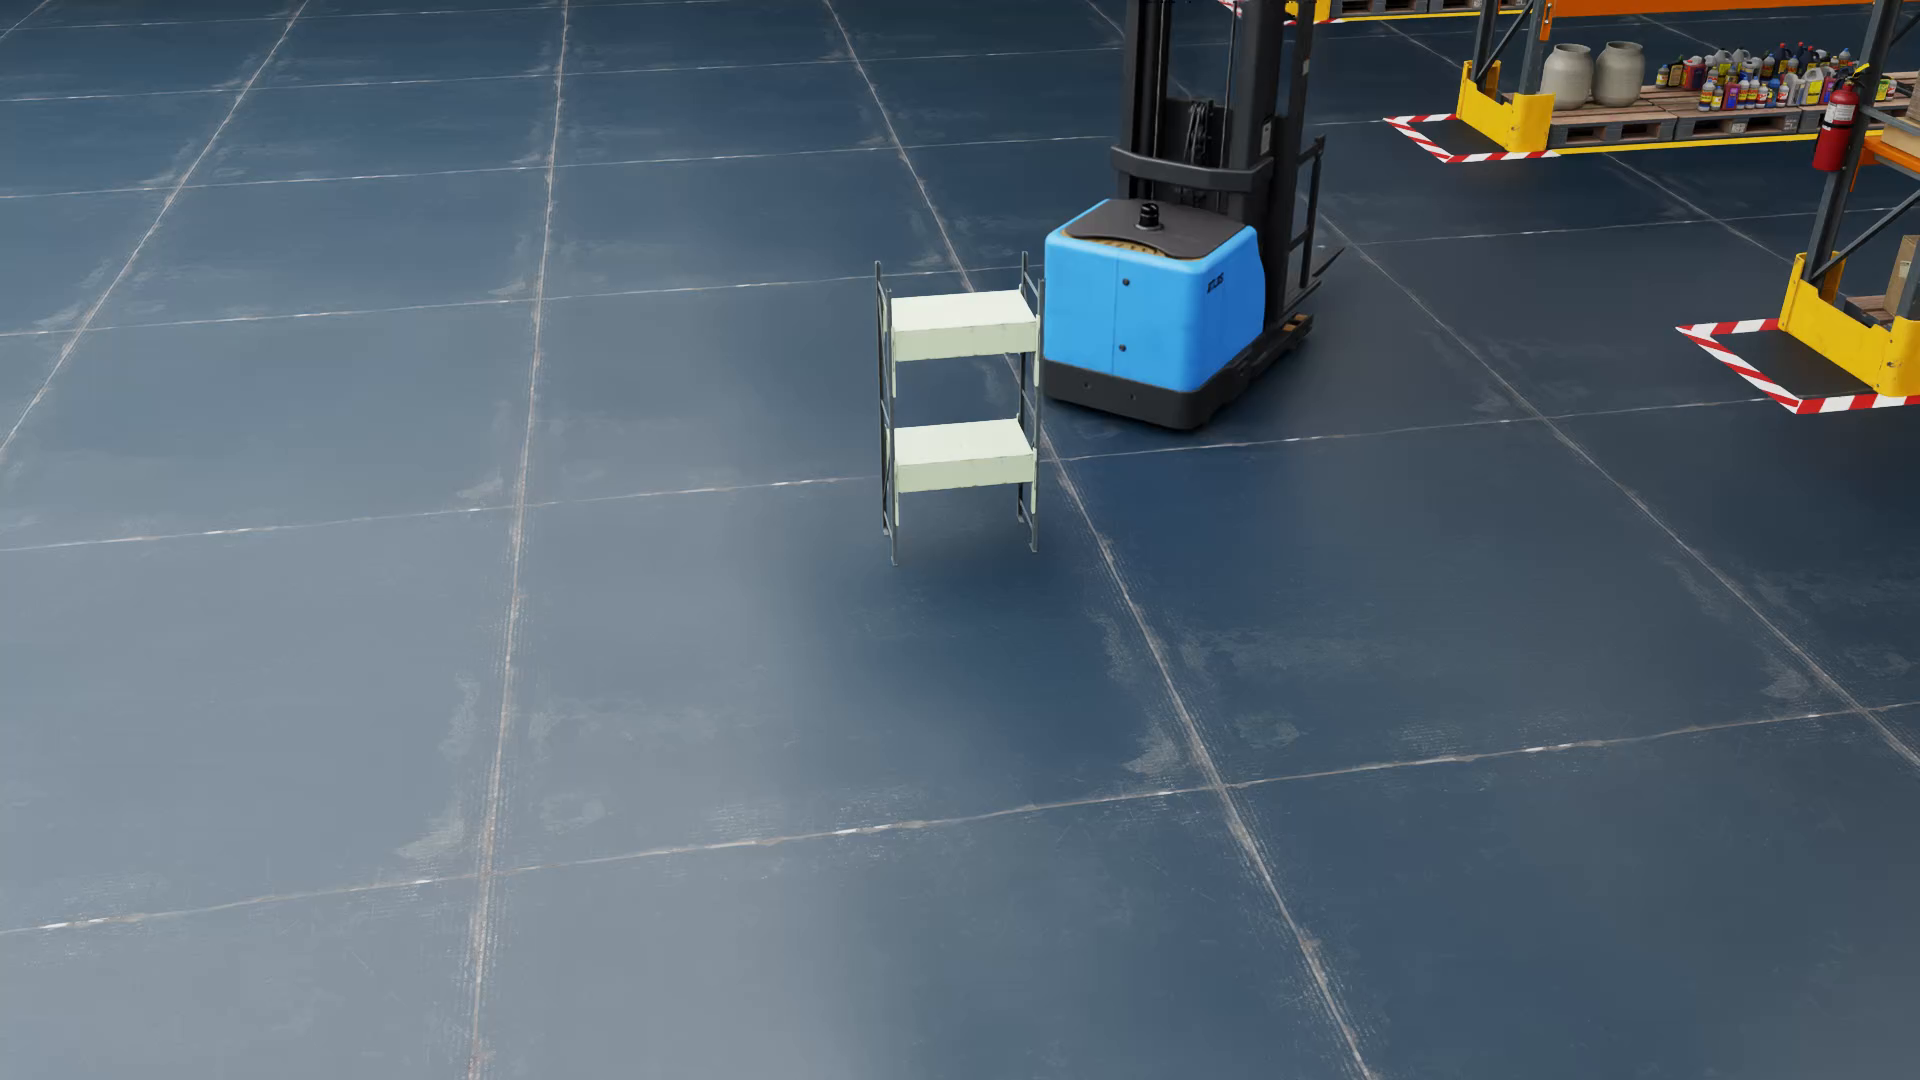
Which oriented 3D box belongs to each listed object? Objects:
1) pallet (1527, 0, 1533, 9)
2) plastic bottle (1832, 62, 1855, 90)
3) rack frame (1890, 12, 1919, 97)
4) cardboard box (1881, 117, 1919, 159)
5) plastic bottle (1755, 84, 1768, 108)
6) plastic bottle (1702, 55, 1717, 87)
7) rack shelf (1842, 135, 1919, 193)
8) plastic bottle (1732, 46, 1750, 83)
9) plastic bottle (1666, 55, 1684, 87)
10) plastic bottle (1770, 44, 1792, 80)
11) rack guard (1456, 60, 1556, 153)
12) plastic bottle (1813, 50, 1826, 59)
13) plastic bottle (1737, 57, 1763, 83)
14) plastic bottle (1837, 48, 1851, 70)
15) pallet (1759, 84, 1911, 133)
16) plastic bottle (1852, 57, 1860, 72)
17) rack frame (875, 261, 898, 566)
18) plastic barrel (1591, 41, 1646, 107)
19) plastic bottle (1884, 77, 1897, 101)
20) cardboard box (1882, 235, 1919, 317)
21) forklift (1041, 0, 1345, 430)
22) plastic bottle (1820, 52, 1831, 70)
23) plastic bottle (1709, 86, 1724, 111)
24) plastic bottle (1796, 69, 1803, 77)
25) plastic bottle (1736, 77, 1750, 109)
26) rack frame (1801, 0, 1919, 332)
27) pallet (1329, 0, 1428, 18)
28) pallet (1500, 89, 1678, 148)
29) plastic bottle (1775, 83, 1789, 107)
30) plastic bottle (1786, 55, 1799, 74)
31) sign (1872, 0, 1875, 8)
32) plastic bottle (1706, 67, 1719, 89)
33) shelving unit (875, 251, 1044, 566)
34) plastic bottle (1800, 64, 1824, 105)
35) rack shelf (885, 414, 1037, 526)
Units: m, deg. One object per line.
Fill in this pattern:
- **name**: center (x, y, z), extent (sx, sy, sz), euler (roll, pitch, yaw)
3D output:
- **pallet**: center (7.056, -6.518, 19.626), extent (1.213, 0.211, 1.003), euler (-5, 31, -9)
- **plastic bottle**: center (7.964, -4.129, 14.993), extent (0.185, 0.351, 0.144), euler (-7, 31, -11)
- **rack frame**: center (8.734, -5.302, 14.807), extent (0.127, 3.000, 1.000), euler (-5, 31, -9)
- **cardboard box**: center (5.935, -2.488, 10.269), extent (0.250, 0.149, 0.380), euler (-5, 31, -9)
- **plastic bottle**: center (7.172, -3.979, 14.885), extent (0.097, 0.201, 0.097), euler (0, 30, 0)
- **plastic bottle**: center (6.916, -4.360, 15.459), extent (0.135, 0.276, 0.152), euler (-6, 31, -10)
- **rack shelf**: center (7.659, -2.339, 10.479), extent (4.000, 0.370, 1.077), euler (-5, 31, -9)
- **plastic bottle**: center (7.261, -4.426, 15.498), extent (0.185, 0.351, 0.144), euler (-6, 31, -9)
- **plastic bottle**: center (6.639, -4.361, 15.453), extent (0.133, 0.283, 0.061), euler (-5, 31, -8)
- **plastic bottle**: center (7.679, -4.465, 15.564), extent (0.185, 0.351, 0.144), euler (-7, 31, -11)
- **rack guard**: center (4.866, -3.889, 14.871), extent (0.348, 0.500, 1.175), euler (-5, 31, -9)
- **plastic bottle**: center (8.028, -4.463, 15.634), extent (0.135, 0.276, 0.152), euler (-4, 31, -7)
- **plastic bottle**: center (7.313, -4.323, 15.395), extent (0.135, 0.276, 0.152), euler (-5, 31, -9)
- **plastic bottle**: center (8.341, -4.505, 15.709), extent (0.097, 0.271, 0.097), euler (0, 30, 0)
- **pallet**: center (8.066, -4.059, 15.445), extent (1.213, 0.211, 1.003), euler (-5, 31, -9)
- **plastic bottle**: center (8.126, -4.219, 15.145), extent (0.185, 0.351, 0.144), euler (-5, 31, -9)
- **rack frame**: center (-0.367, -0.612, 8.312), extent (0.023, 1.500, 0.400), euler (-5, 31, -9)
- **plastic barrel**: center (5.926, -4.189, 14.955), extent (0.421, 0.512, 0.421), euler (0, 30, 0)
- **plastic bottle**: center (8.433, -4.096, 15.084), extent (0.097, 0.201, 0.097), euler (0, 30, 0)
- **cardboard box**: center (6.309, -1.619, 10.596), extent (0.500, 0.500, 0.500), euler (0, 30, 0)
- **forklift**: center (1.680, -2.617, 10.310), extent (1.130, 2.935, 3.031), euler (17, 35, 27)
- **plastic bottle**: center (8.048, -4.414, 15.542), extent (0.133, 0.283, 0.061), euler (-5, 31, -9)
- **plastic bottle**: center (6.741, -3.939, 14.817), extent (0.097, 0.201, 0.097), euler (0, 30, 0)
- **plastic bottle**: center (7.602, -4.119, 15.042), extent (0.133, 0.283, 0.061), euler (-5, 31, -9)
- **plastic bottle**: center (6.976, -3.991, 14.836), extent (0.097, 0.271, 0.097), euler (0, 30, 0)
- **rack frame**: center (5.691, -2.467, 9.986), extent (0.127, 3.000, 1.000), euler (-5, 31, -9)
- **pallet**: center (4.655, -6.295, 19.247), extent (1.213, 0.211, 1.003), euler (-5, 31, -9)
- **pallet**: center (5.666, -3.836, 15.066), extent (1.213, 0.211, 1.003), euler (-5, 31, -9)
- **plastic bottle**: center (7.374, -3.998, 14.917), extent (0.097, 0.201, 0.097), euler (0, 30, 0)
- **plastic bottle**: center (7.744, -4.375, 15.488), extent (0.097, 0.271, 0.097), euler (0, 30, 0)
- **sign**: center (5.611, -3.381, 10.086), extent (0.005, 0.325, 0.100), euler (-5, 31, -9)
- **plastic bottle**: center (6.957, -4.267, 15.375), extent (0.097, 0.201, 0.097), euler (0, 30, 0)
- **shelving unit**: center (-0.007, -0.646, 8.369), extent (0.755, 1.500, 0.431), euler (-5, 31, -9)
- **plastic bottle**: center (7.646, -4.100, 14.942), extent (0.185, 0.351, 0.144), euler (-5, 31, -9)
- **rack shelf**: center (-0.007, -0.365, 8.534), extent (0.720, 0.370, 0.431), euler (-5, 31, -9)
